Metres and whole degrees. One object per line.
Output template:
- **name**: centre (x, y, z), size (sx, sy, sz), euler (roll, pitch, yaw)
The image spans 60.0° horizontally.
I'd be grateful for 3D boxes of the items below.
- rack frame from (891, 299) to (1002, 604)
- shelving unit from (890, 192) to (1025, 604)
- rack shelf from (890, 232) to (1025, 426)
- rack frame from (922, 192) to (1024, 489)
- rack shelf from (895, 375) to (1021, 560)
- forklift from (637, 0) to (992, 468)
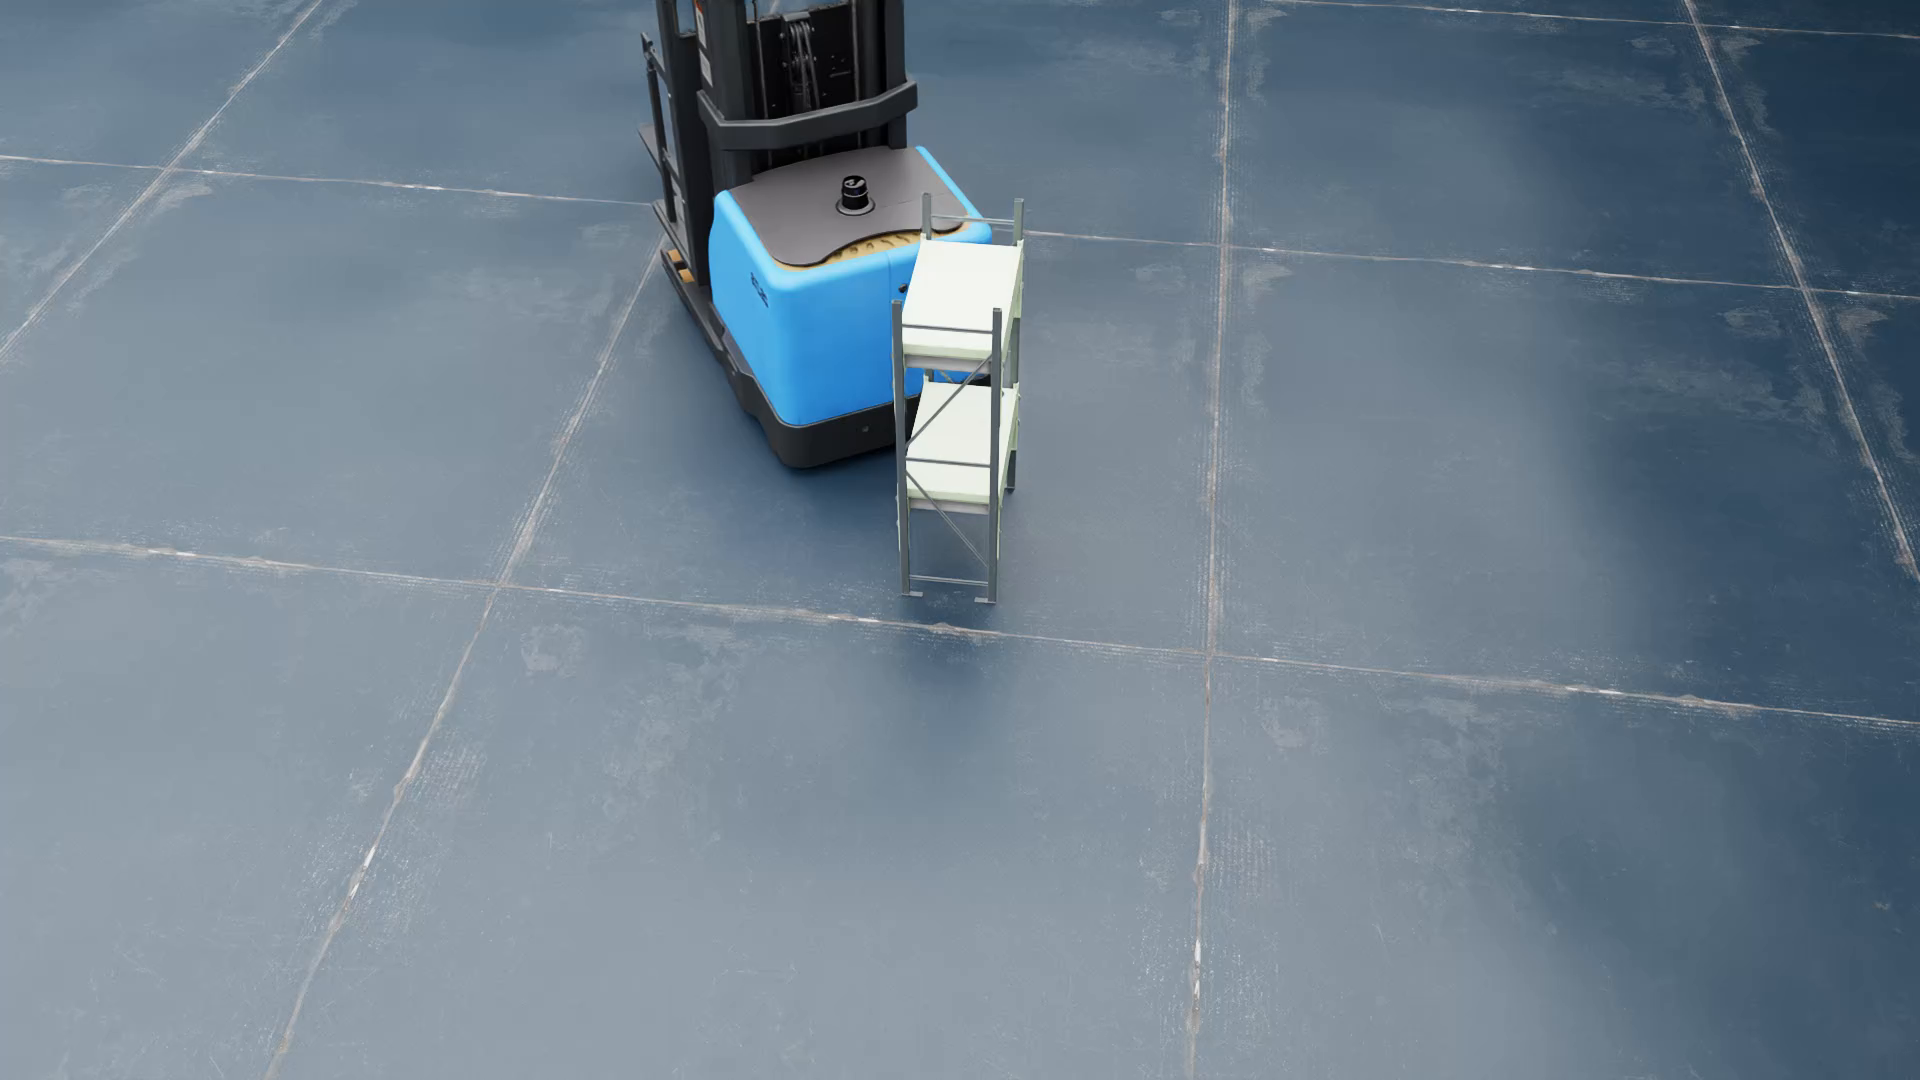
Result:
- **rack frame**: centre (-0.048, -0.300, 6.498), size (0.400, 1.500, 0.023), euler (5, 44, 6)
- **shelving unit**: centre (0.001, -0.549, 6.761), size (0.431, 1.500, 0.755), euler (5, 44, 6)
- **rack shelf**: centre (0.001, -0.833, 6.493), size (0.431, 0.370, 0.720), euler (5, 44, 6)
- **rack frame**: centre (0.049, -0.799, 7.025), size (0.400, 1.500, 0.023), euler (5, 44, 6)
- **rack shelf**: centre (0.001, -0.312, 6.985), size (0.431, 0.370, 0.720), euler (5, 44, 6)
- **forklift**: centre (-0.907, -2.409, 7.684), size (1.130, 2.935, 3.031), euler (-17, 46, -17)
